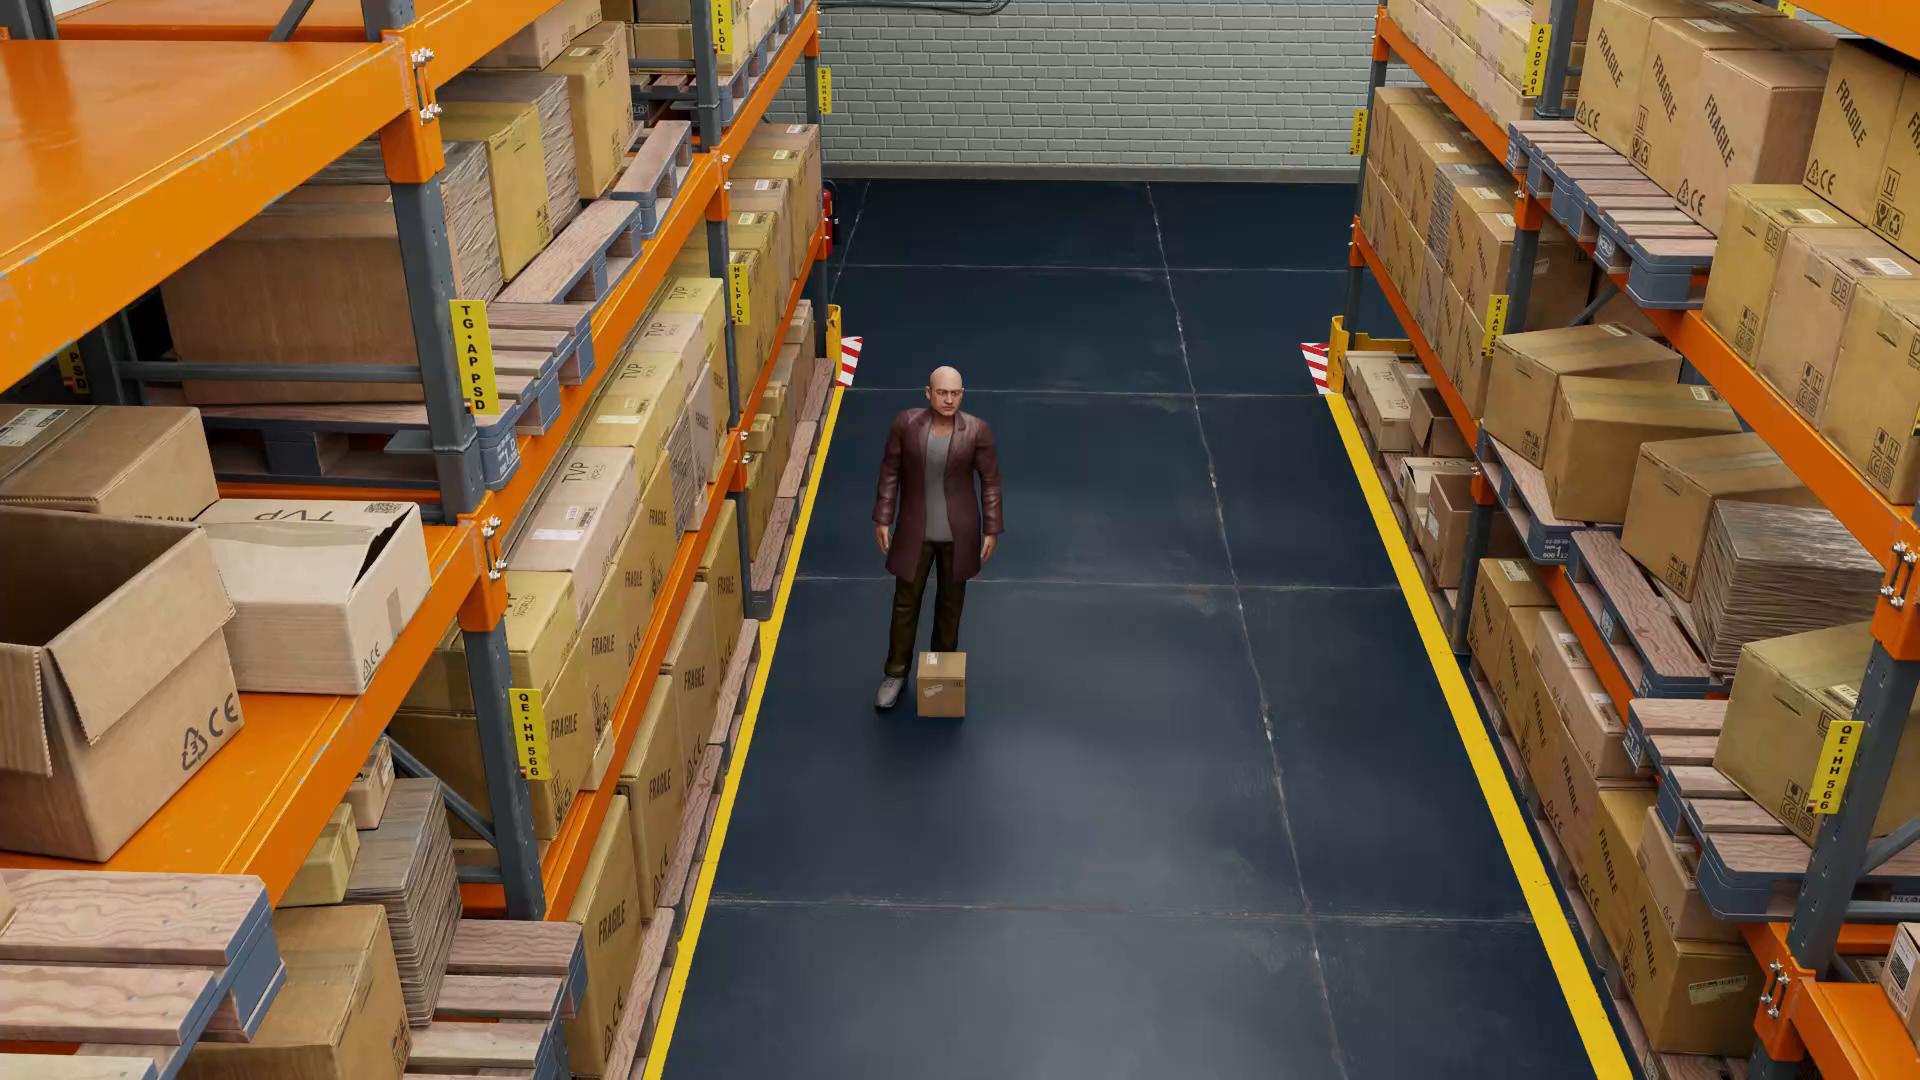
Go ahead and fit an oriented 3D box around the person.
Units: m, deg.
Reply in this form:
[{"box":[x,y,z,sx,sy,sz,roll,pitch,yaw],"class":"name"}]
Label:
[{"box":[-0.119,-0.003,8.624,0.695,1.777,0.580,1,28,2],"class":"person"}]
